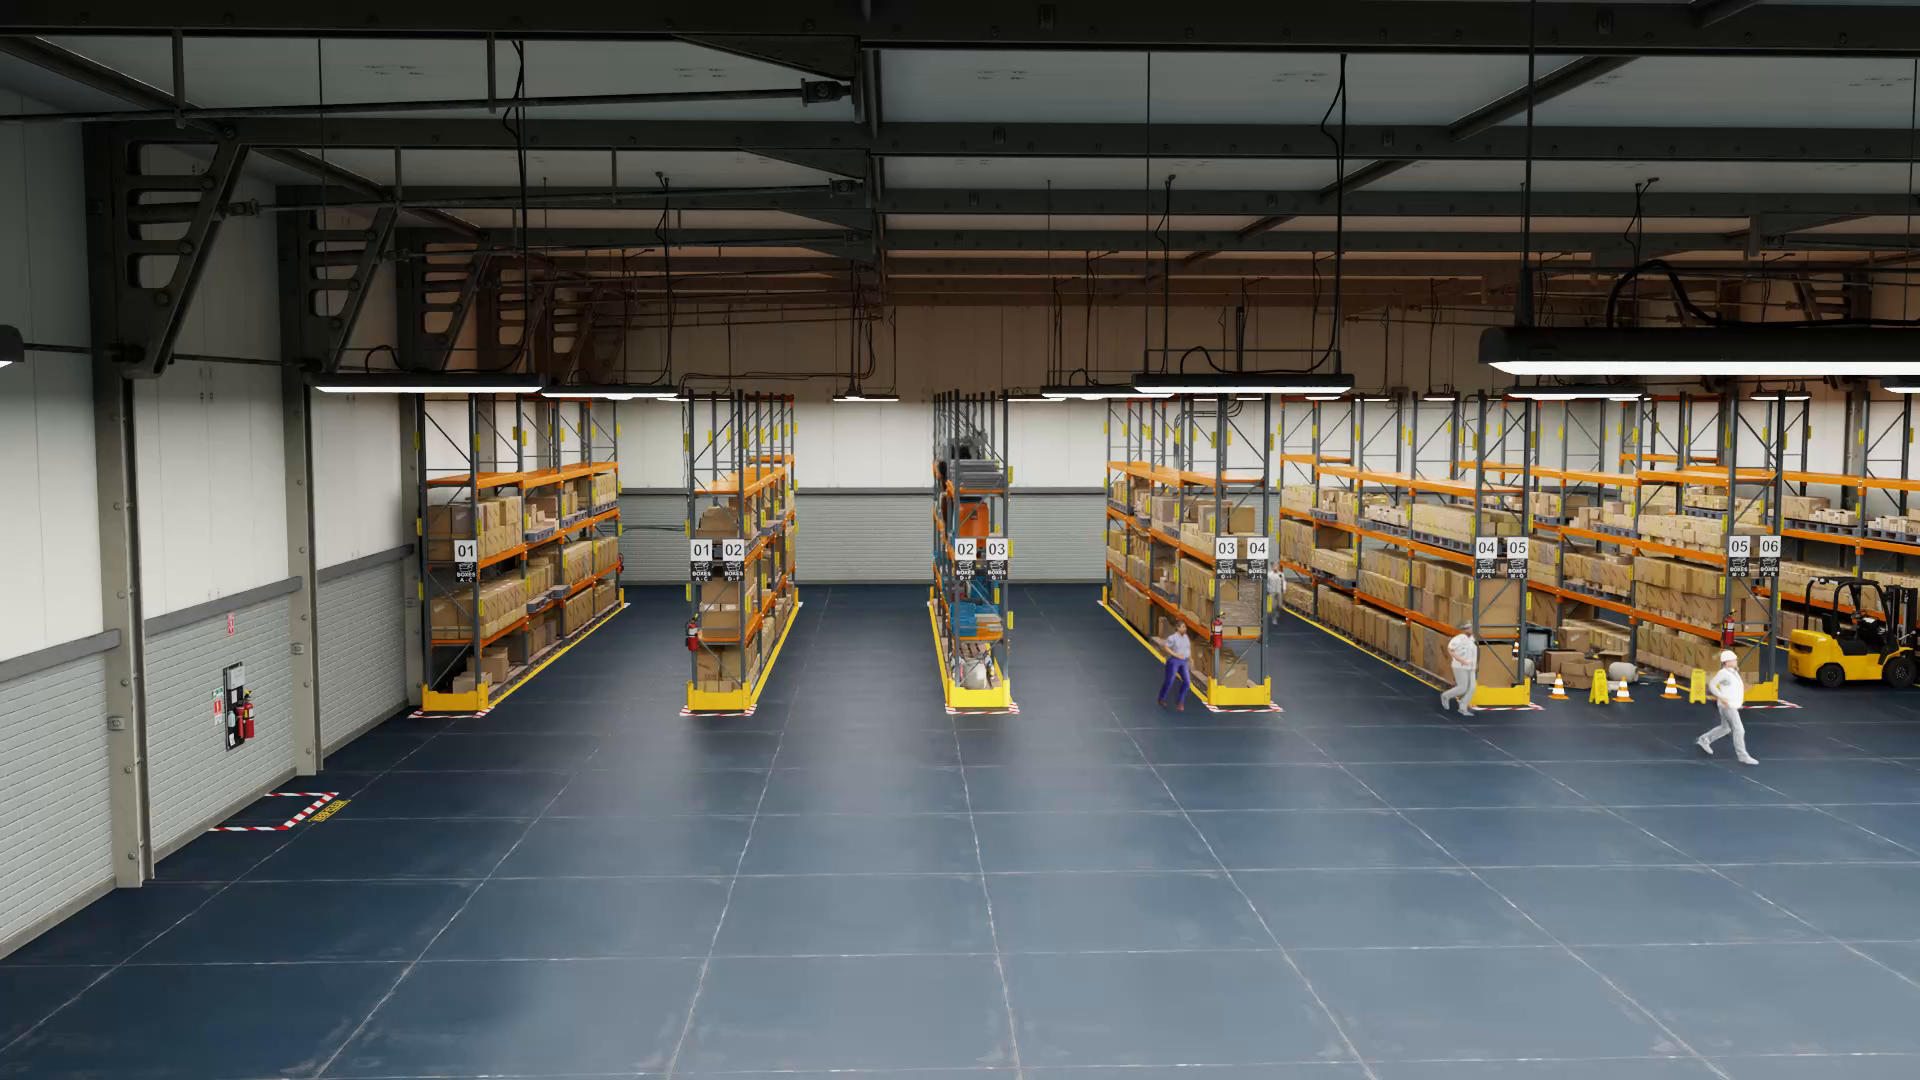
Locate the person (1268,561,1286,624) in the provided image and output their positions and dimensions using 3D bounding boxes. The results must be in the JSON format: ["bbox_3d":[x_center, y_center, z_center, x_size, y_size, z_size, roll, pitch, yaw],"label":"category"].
[{"bbox_3d":[8.238,1.369,43.390,0.613,1.658,0.549,0,5,0],"label":"person"}]

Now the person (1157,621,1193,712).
[{"bbox_3d":[4.118,2.371,31.307,0.668,1.672,0.654,-2,5,-26],"label":"person"}]

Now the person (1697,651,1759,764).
[{"bbox_3d":[12.293,2.647,26.584,0.970,1.758,0.656,4,6,38],"label":"person"}]

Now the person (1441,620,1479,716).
[{"bbox_3d":[9.311,2.360,30.858,0.672,1.783,0.615,-3,6,-33],"label":"person"}]
